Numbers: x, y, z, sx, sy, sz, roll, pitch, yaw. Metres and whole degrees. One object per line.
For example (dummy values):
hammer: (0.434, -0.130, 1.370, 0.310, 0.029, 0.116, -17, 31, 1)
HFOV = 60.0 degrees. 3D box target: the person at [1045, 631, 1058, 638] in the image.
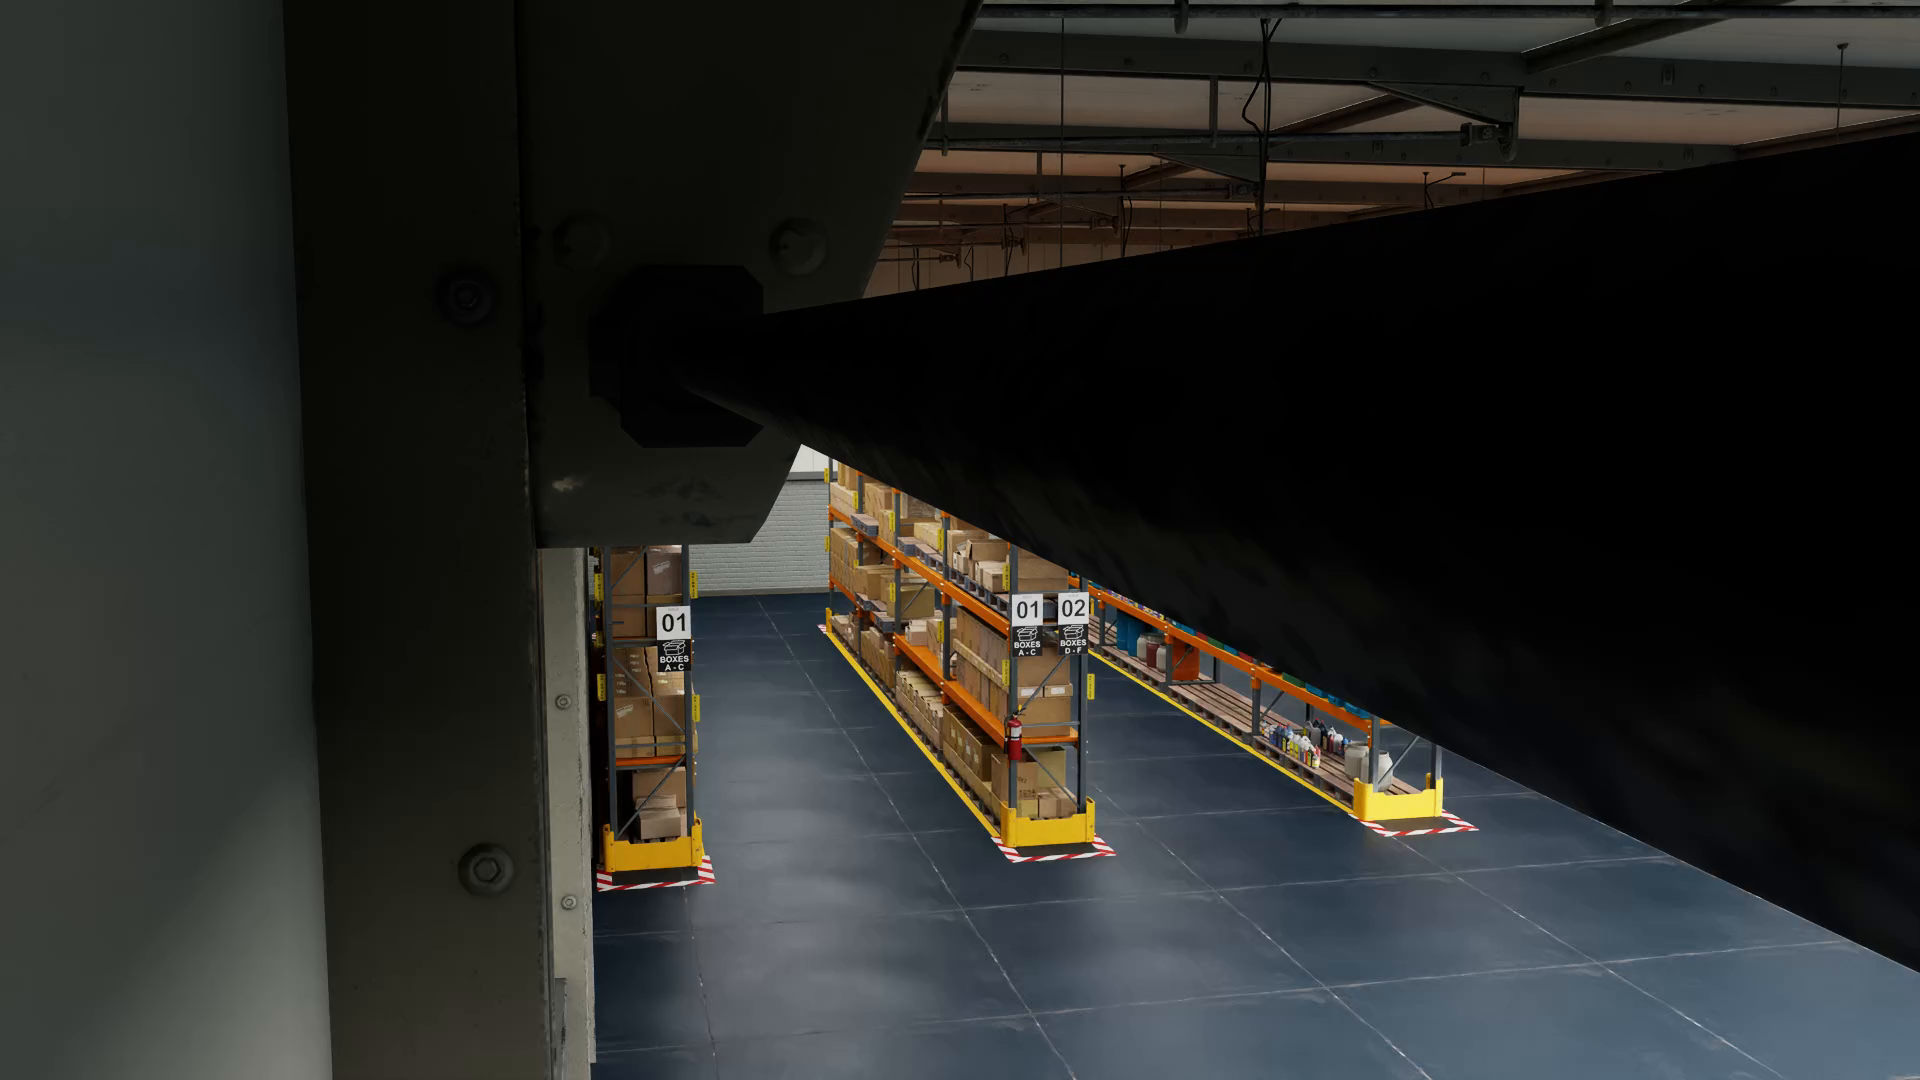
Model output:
person: (1.557, 1.783, 30.140, 0.690, 1.726, 0.674, -2, 7, -18)
